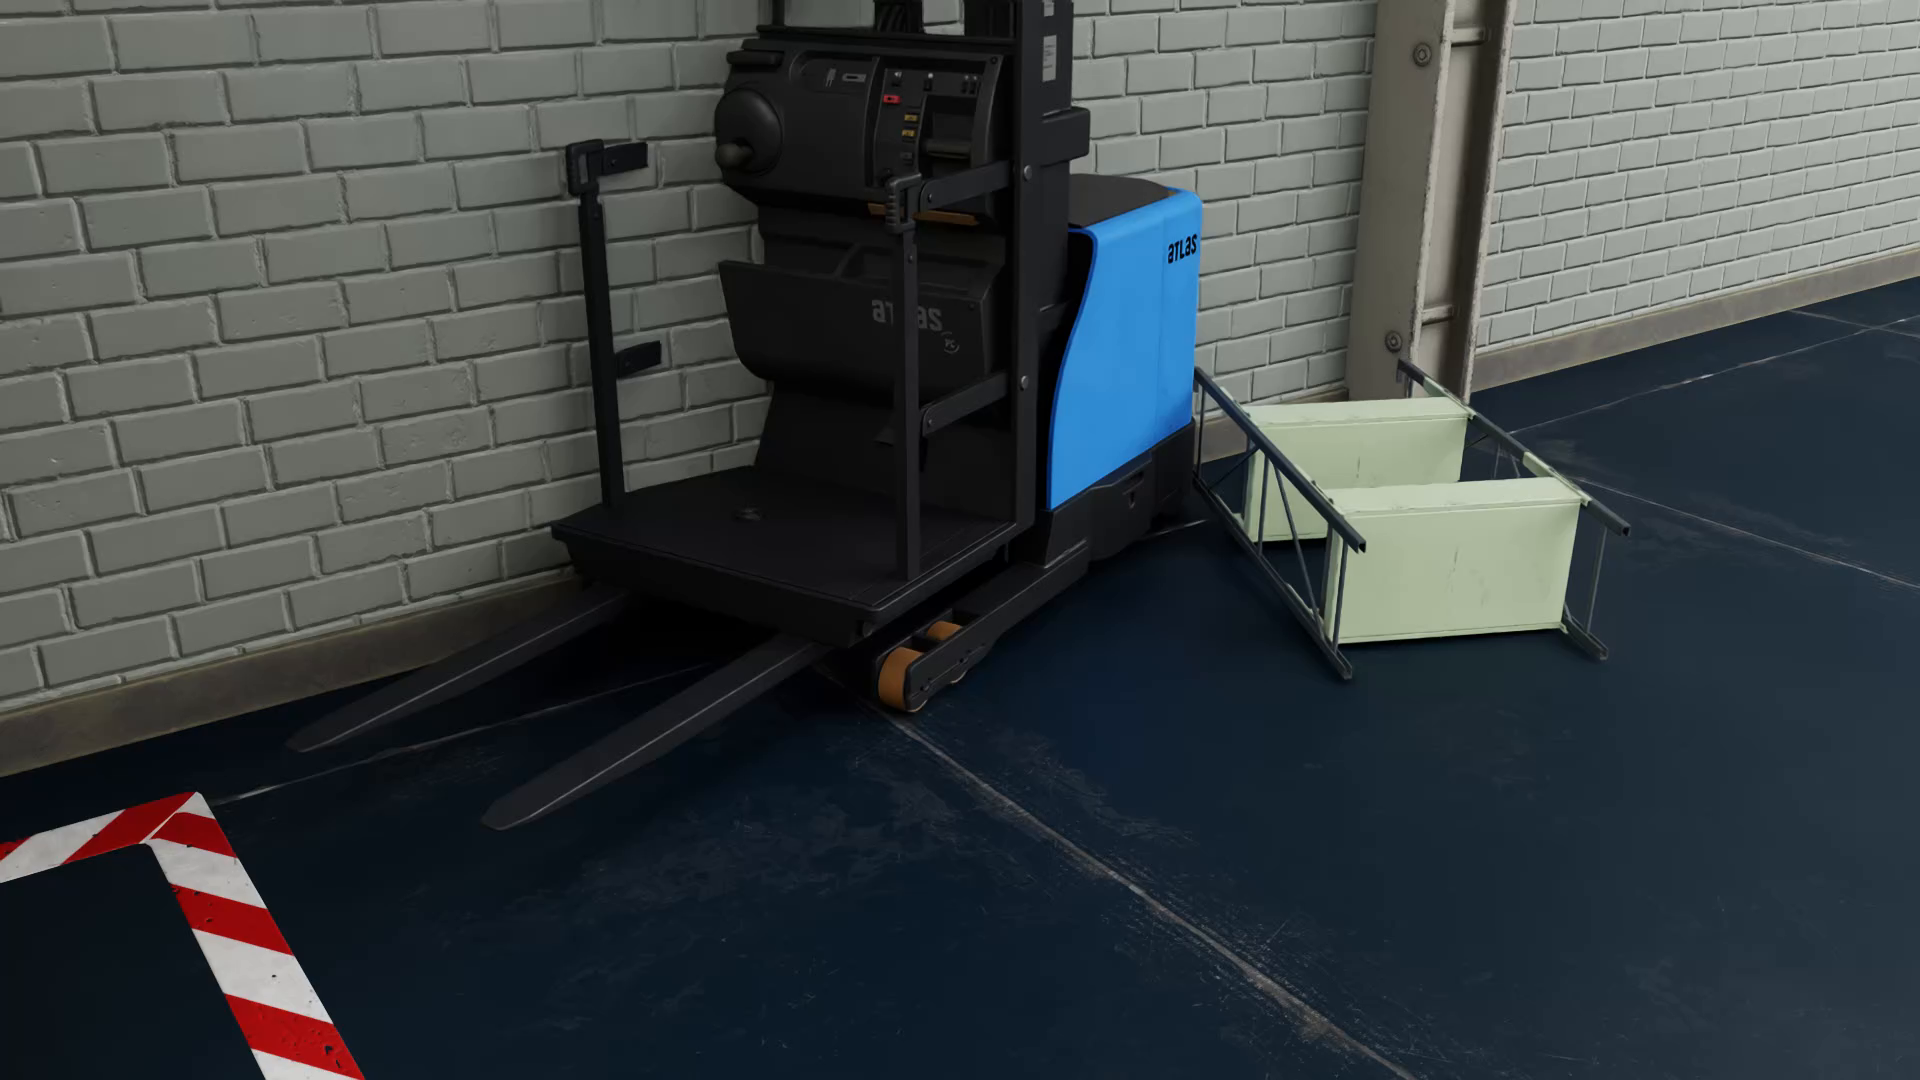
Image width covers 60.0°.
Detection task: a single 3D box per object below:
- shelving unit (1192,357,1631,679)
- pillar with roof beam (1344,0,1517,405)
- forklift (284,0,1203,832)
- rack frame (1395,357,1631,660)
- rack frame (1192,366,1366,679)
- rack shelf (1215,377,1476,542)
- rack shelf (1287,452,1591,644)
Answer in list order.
[{"bbox_3d":[1.279,-0.130,5.089,0.755,0.431,1.500,-3,24,-8],"label":"shelving unit"},{"bbox_3d":[4.258,-3.340,1.624,0.400,9.000,9.100,-15,26,-33],"label":"pillar with roof beam"},{"bbox_3d":[-0.412,-1.114,4.232,1.130,2.935,3.031,13,25,29],"label":"forklift"},{"bbox_3d":[1.640,-0.151,5.142,0.023,0.400,1.500,-3,24,-8],"label":"rack frame"},{"bbox_3d":[0.917,-0.109,5.035,0.023,0.400,1.500,-3,24,-8],"label":"rack frame"},{"bbox_3d":[1.228,-0.258,5.384,0.720,0.431,0.370,-3,24,-8],"label":"rack shelf"},{"bbox_3d":[1.340,0.024,4.735,0.720,0.431,0.370,-3,24,-8],"label":"rack shelf"}]
